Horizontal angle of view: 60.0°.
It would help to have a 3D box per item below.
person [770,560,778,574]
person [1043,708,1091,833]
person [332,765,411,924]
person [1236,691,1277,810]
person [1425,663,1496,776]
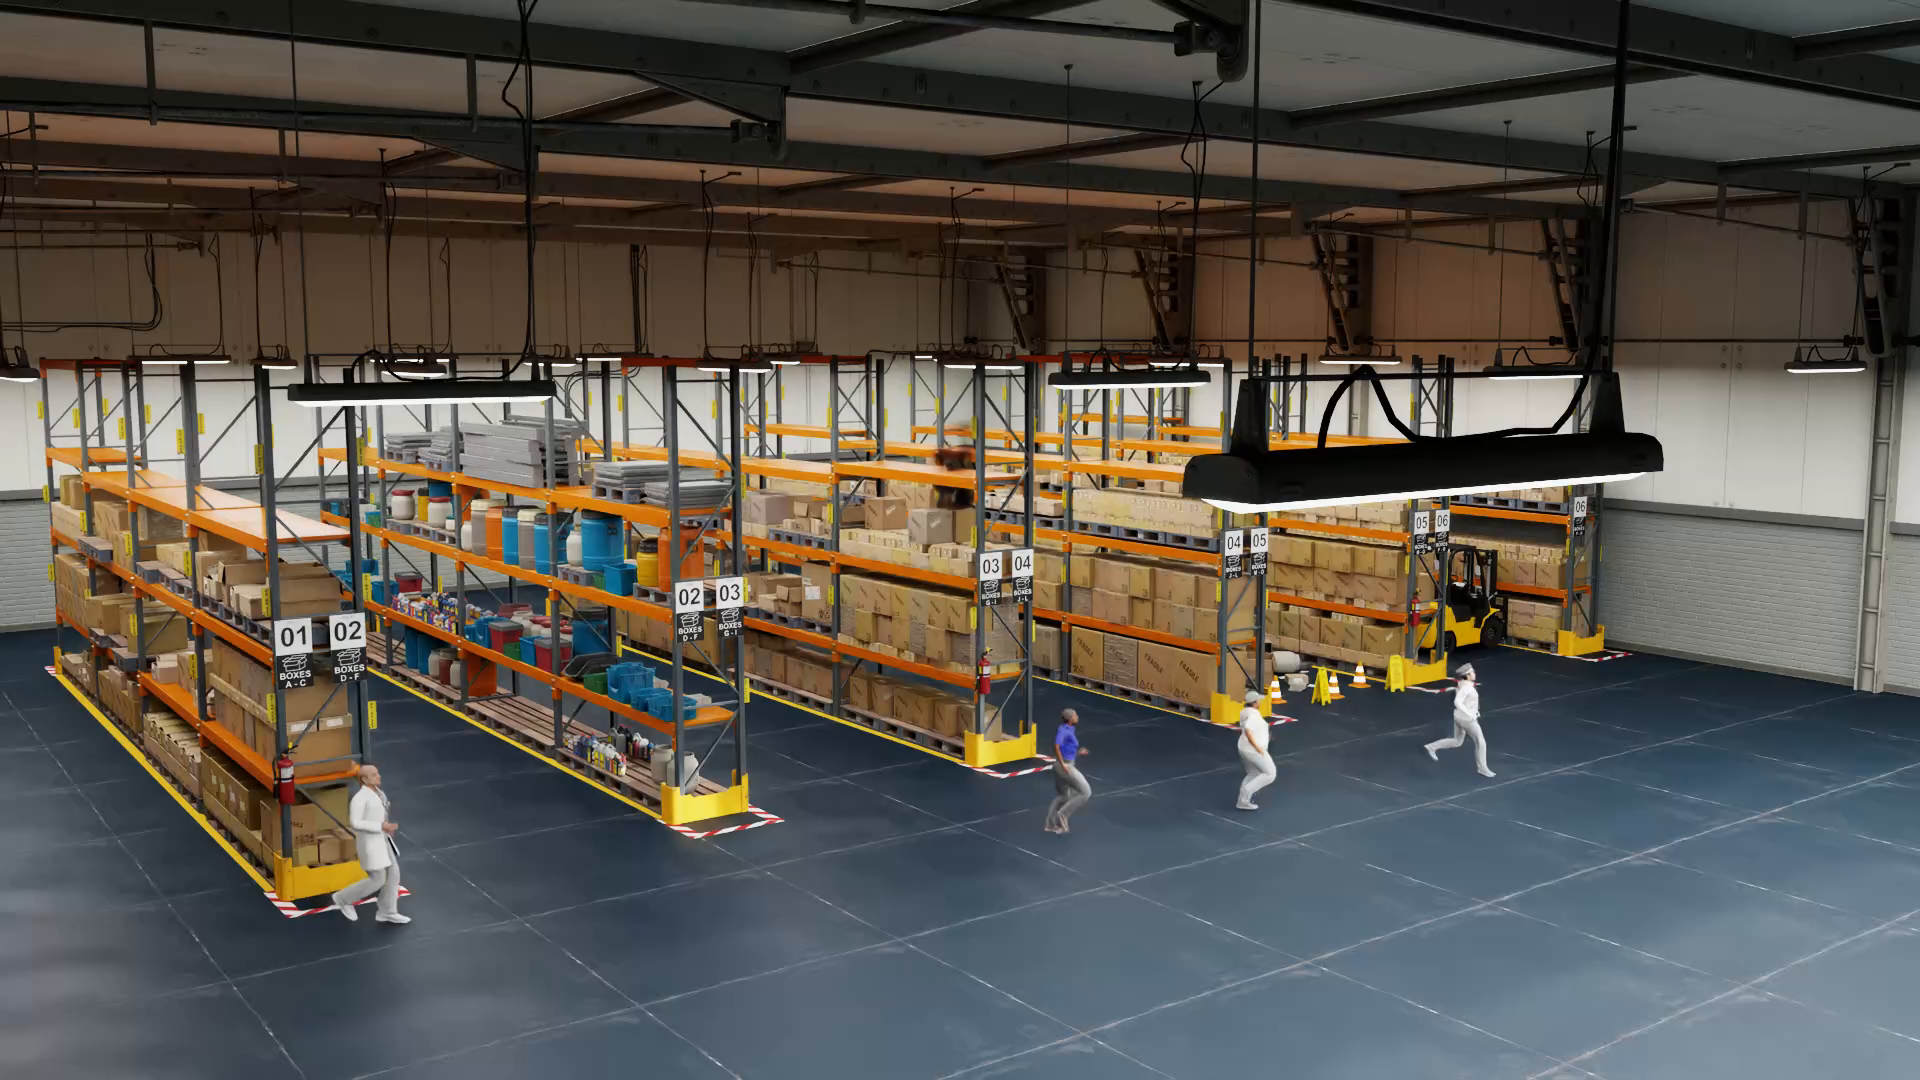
[{"bbox_3d":[-4.796,0.369,42.346,0.990,1.781,0.669,-4,8,-29],"label":"person"},{"bbox_3d":[1.379,2.957,21.408,0.639,1.609,0.573,-1,7,-11],"label":"person"},{"bbox_3d":[-6.404,3.311,18.011,0.796,1.781,0.701,0,7,1],"label":"person"},{"bbox_3d":[4.002,2.839,22.431,0.535,1.625,0.599,-2,7,-13],"label":"person"},{"bbox_3d":[7.323,2.619,24.243,1.031,1.695,0.591,0,7,-1],"label":"person"}]
